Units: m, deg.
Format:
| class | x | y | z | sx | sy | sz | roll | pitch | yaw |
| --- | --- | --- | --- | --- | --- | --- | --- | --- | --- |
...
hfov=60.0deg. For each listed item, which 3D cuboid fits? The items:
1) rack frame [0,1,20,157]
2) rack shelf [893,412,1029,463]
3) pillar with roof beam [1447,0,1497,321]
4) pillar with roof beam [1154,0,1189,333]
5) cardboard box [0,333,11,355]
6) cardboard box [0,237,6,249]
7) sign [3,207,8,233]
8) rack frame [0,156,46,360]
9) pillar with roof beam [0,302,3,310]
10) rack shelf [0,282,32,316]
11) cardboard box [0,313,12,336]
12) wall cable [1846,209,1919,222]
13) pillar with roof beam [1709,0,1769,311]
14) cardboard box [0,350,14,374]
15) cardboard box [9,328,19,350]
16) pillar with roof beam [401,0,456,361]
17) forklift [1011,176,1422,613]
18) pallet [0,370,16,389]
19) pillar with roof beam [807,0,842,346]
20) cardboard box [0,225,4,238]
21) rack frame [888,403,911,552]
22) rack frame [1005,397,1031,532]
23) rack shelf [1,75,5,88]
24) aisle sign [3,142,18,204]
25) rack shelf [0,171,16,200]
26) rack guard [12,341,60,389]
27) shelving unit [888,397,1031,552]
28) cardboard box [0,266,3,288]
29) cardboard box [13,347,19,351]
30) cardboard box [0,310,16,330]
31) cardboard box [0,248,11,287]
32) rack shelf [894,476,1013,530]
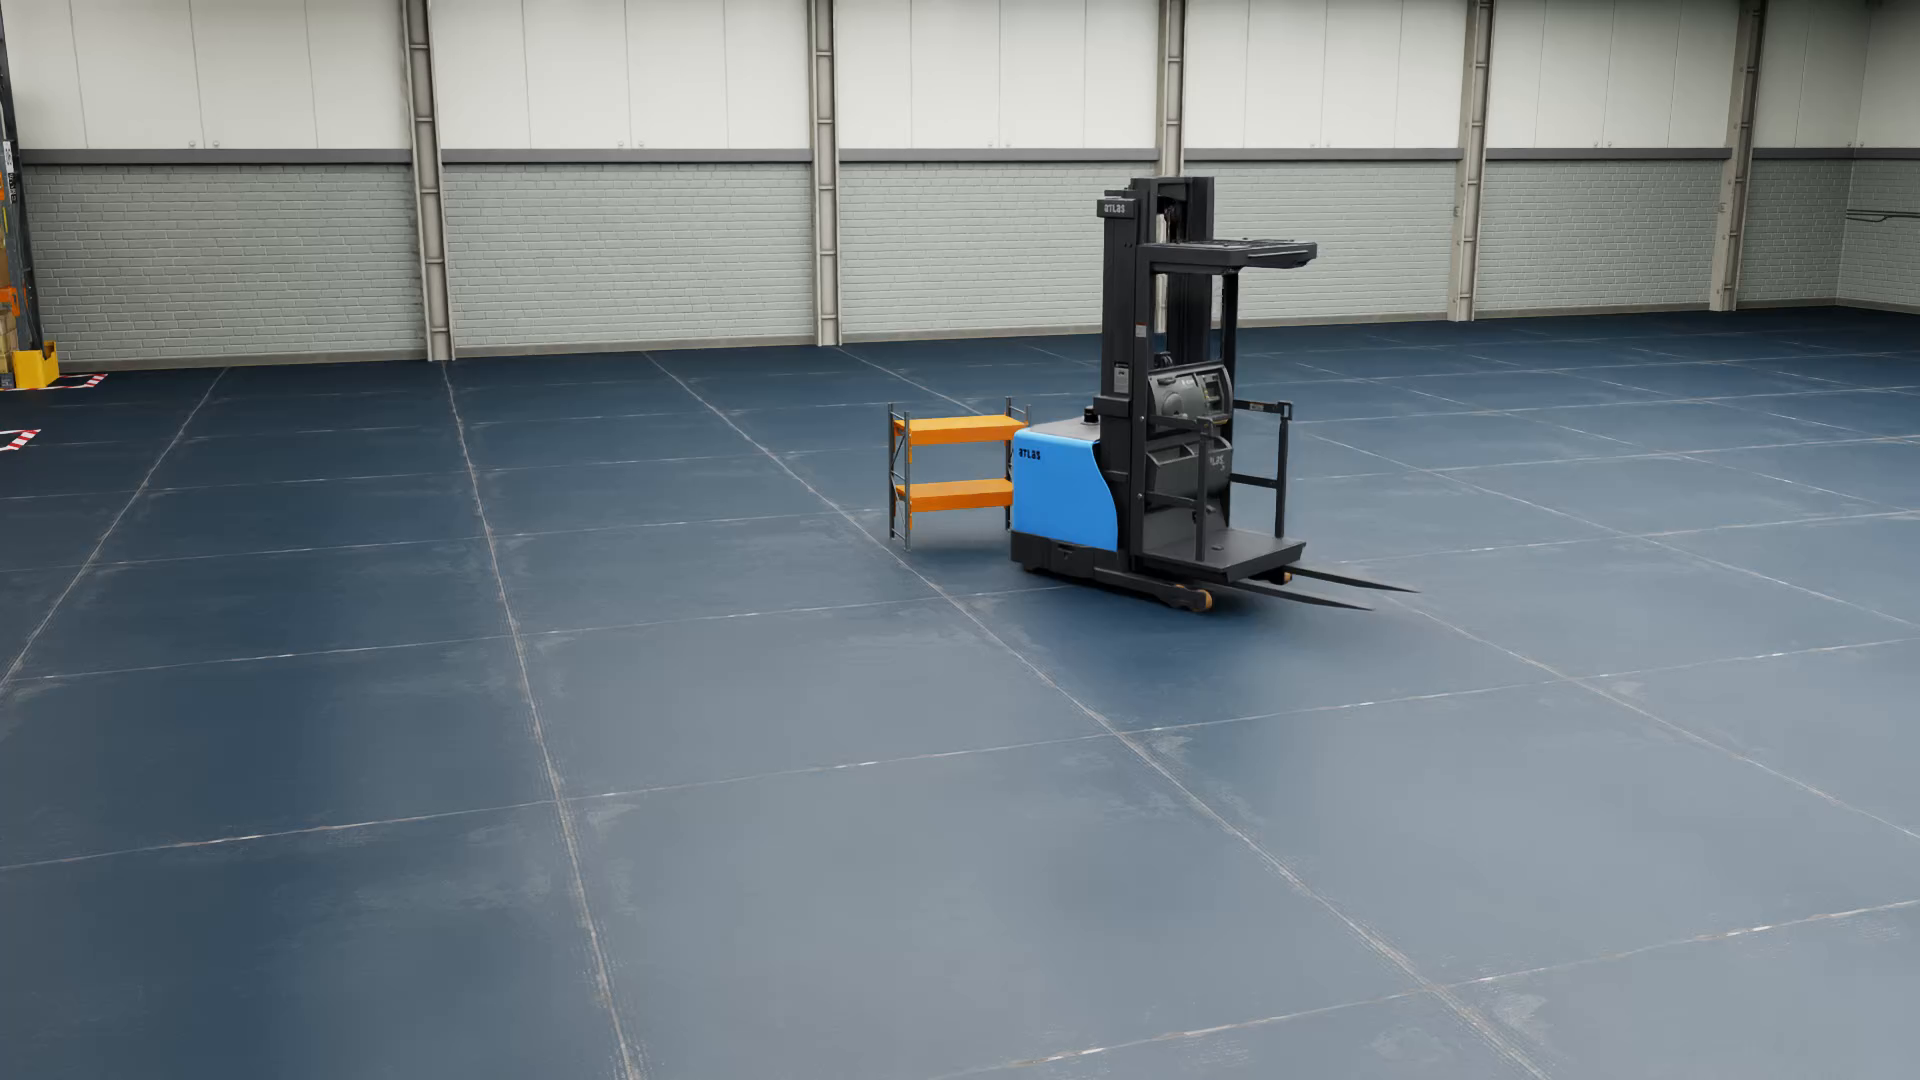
| class | x | y | z | sx | sy | sz | roll | pitch | yaw |
| --- | --- | --- | --- | --- | --- | --- | --- | --- | --- |
| rack frame | -12.569 | -6.517 | 21.593 | 0.127 | 3.000 | 1.000 | -4 | 14 | -18 |
| rack shelf | -0.006 | -0.831 | 13.443 | 1.000 | 0.278 | 0.538 | -4 | 14 | -18 |
| pillar with roof beam | 10.603 | -7.490 | 25.686 | 0.400 | 9.000 | 9.100 | -4 | 14 | -18 |
| pillar with roof beam | 4.917 | -7.047 | 23.824 | 0.400 | 9.000 | 9.100 | -4 | 14 | -18 |
| cardboard box | -12.930 | -2.603 | 22.060 | 0.500 | 0.250 | 0.500 | -5 | 14 | -19 |
| cardboard box | -12.973 | -3.994 | 22.335 | 0.250 | 0.149 | 0.380 | -5 | 14 | -20 |
| sign | -12.409 | -4.157 | 21.622 | 0.005 | 0.325 | 0.100 | -4 | 14 | -18 |
| rack frame | -12.569 | -3.598 | 22.288 | 0.127 | 3.000 | 1.000 | -4 | 14 | -18 |
| pillar with roof beam | -12.143 | -5.719 | 18.239 | 0.400 | 9.000 | 9.100 | -4 | 14 | -18 |
| rack shelf | -14.464 | -3.101 | 21.750 | 4.000 | 0.370 | 1.077 | -4 | 14 | -18 |
| cardboard box | -12.906 | -2.849 | 22.011 | 0.500 | 0.250 | 0.500 | -4 | 14 | -16 |
| wall cable | 18.131 | -7.294 | 31.571 | 0.112 | 2.526 | 3.097 | -4 | 14 | -18 |
| pillar with roof beam | 16.290 | -7.933 | 27.547 | 0.400 | 9.000 | 9.100 | -4 | 14 | -18 |
| cardboard box | -12.913 | -2.361 | 22.120 | 0.500 | 0.250 | 0.500 | -4 | 14 | -18 |
| cardboard box | -13.081 | -2.719 | 22.545 | 0.500 | 0.250 | 0.500 | -4 | 14 | -17 |
| pillar with roof beam | -6.457 | -6.162 | 20.101 | 0.400 | 9.000 | 9.100 | -4 | 14 | -18 |
| forklift | 1.802 | -1.054 | 11.741 | 3.031 | 2.935 | 1.130 | 12 | 18 | 42 |
| pallet | -13.280 | -2.176 | 22.334 | 1.213 | 0.211 | 1.003 | -4 | 14 | -18 |
| pillar with roof beam | -0.770 | -6.604 | 21.962 | 0.400 | 9.000 | 9.100 | -4 | 14 | -18 |
| cardboard box | -12.955 | -4.129 | 22.259 | 0.250 | 0.149 | 0.380 | -5 | 14 | -19 |
| rack frame | -0.488 | -0.509 | 13.353 | 0.032 | 1.125 | 0.500 | -4 | 14 | -18 |
| rack frame | 0.475 | -0.584 | 13.668 | 0.032 | 1.125 | 0.500 | -4 | 14 | -18 |
| rack shelf | -14.464 | -5.825 | 21.102 | 4.000 | 0.370 | 1.077 | -4 | 14 | -18 |
| aisle sign | -12.413 | -4.803 | 21.736 | 0.004 | 0.787 | 0.394 | -4 | 14 | -18 |
| rack shelf | -14.464 | -4.560 | 21.403 | 4.000 | 0.370 | 1.077 | -4 | 14 | -18 |
| rack guard | -12.546 | -2.384 | 22.584 | 0.348 | 0.500 | 1.175 | -4 | 14 | -18 |
| shelving unit | -0.006 | -0.547 | 13.511 | 1.048 | 1.125 | 0.538 | -4 | 14 | -18 |
| cardboard box | -12.952 | -3.553 | 21.881 | 0.500 | 0.500 | 0.500 | -5 | 14 | -19 |
| cardboard box | -13.097 | -2.471 | 22.585 | 0.500 | 0.250 | 0.500 | -4 | 14 | -18 |
| cardboard box | -13.085 | -2.957 | 22.467 | 0.500 | 0.250 | 0.500 | -5 | 14 | -19 |
| cardboard box | -13.127 | -3.671 | 22.378 | 0.500 | 0.500 | 0.500 | -4 | 14 | -16 |
| rack shelf | -0.006 | -0.309 | 13.567 | 1.000 | 0.278 | 0.538 | -4 | 14 | -18 |
